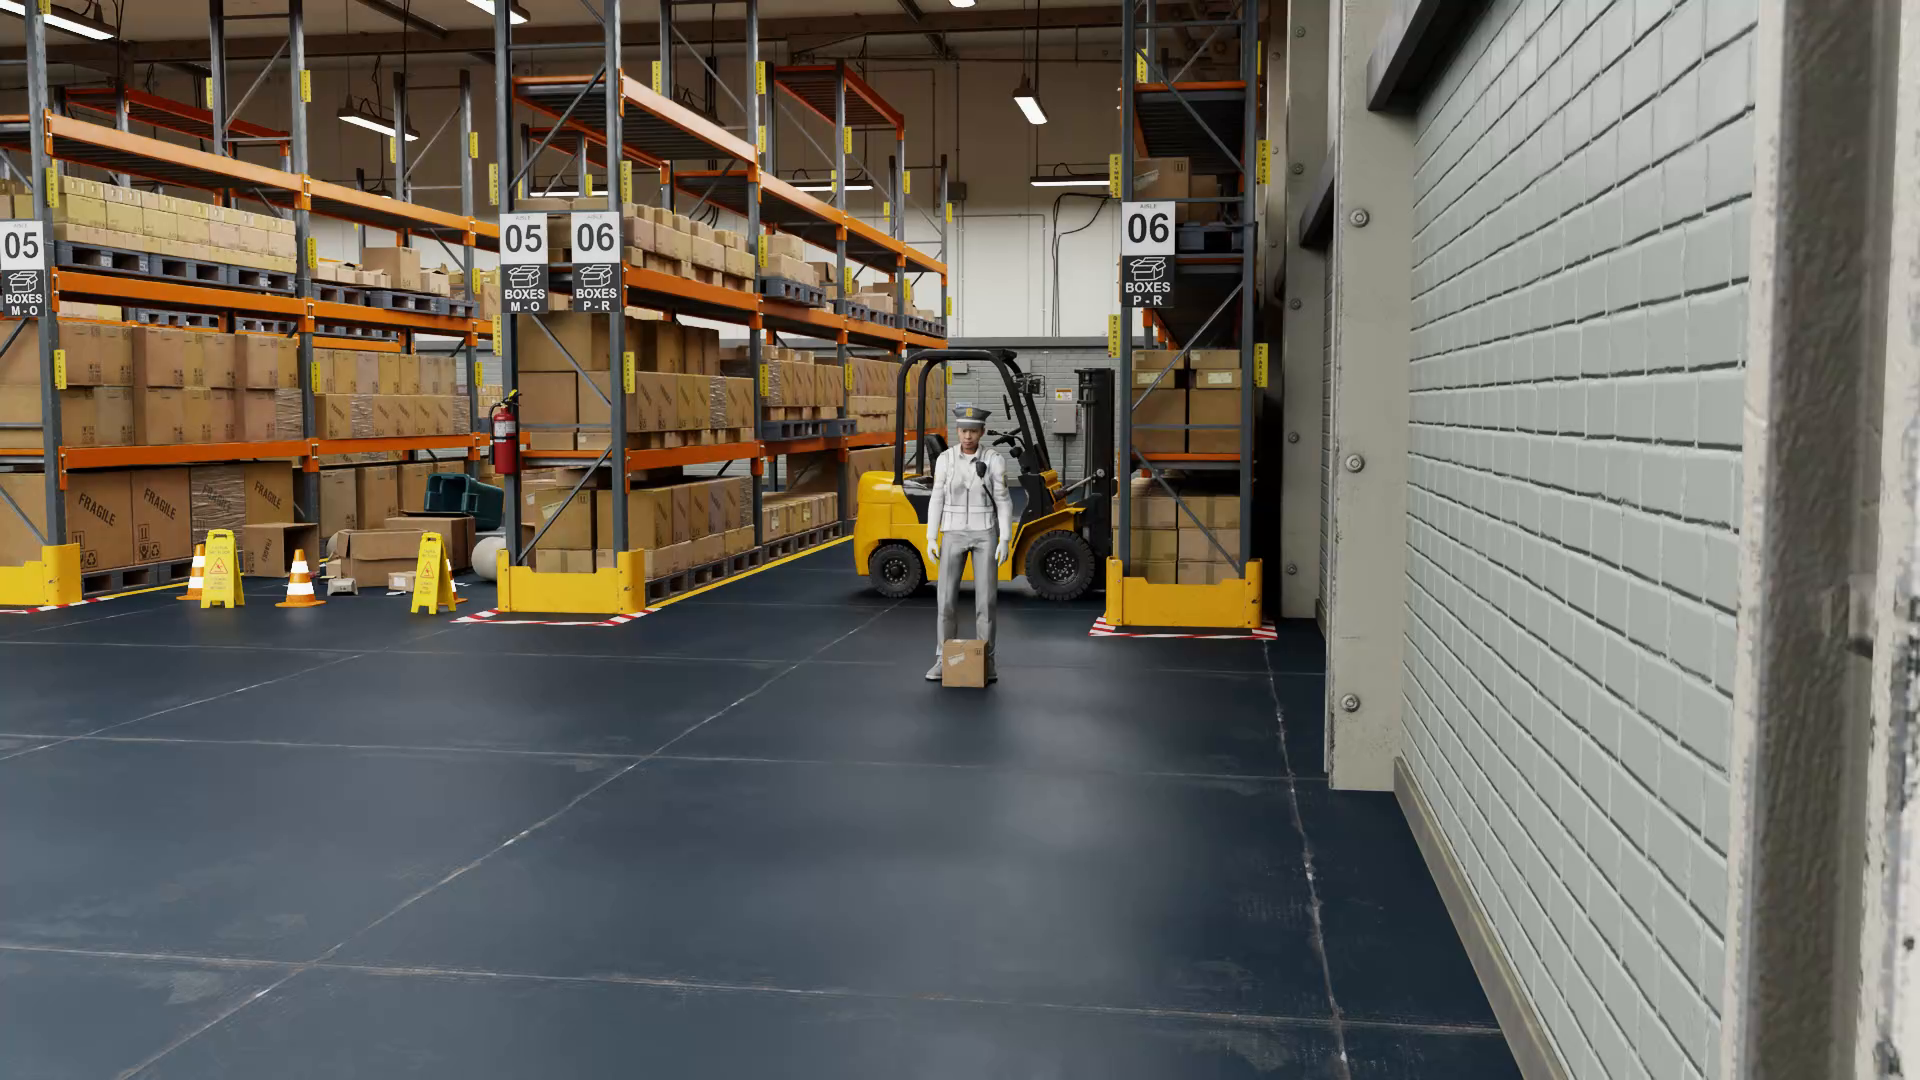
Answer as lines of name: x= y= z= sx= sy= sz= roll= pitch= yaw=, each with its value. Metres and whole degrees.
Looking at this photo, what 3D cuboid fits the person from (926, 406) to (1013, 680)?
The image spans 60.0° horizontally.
person: x=0.057 y=0.017 z=10.174 sx=0.529 sy=1.663 sz=0.374 roll=1 pitch=5 yaw=9
